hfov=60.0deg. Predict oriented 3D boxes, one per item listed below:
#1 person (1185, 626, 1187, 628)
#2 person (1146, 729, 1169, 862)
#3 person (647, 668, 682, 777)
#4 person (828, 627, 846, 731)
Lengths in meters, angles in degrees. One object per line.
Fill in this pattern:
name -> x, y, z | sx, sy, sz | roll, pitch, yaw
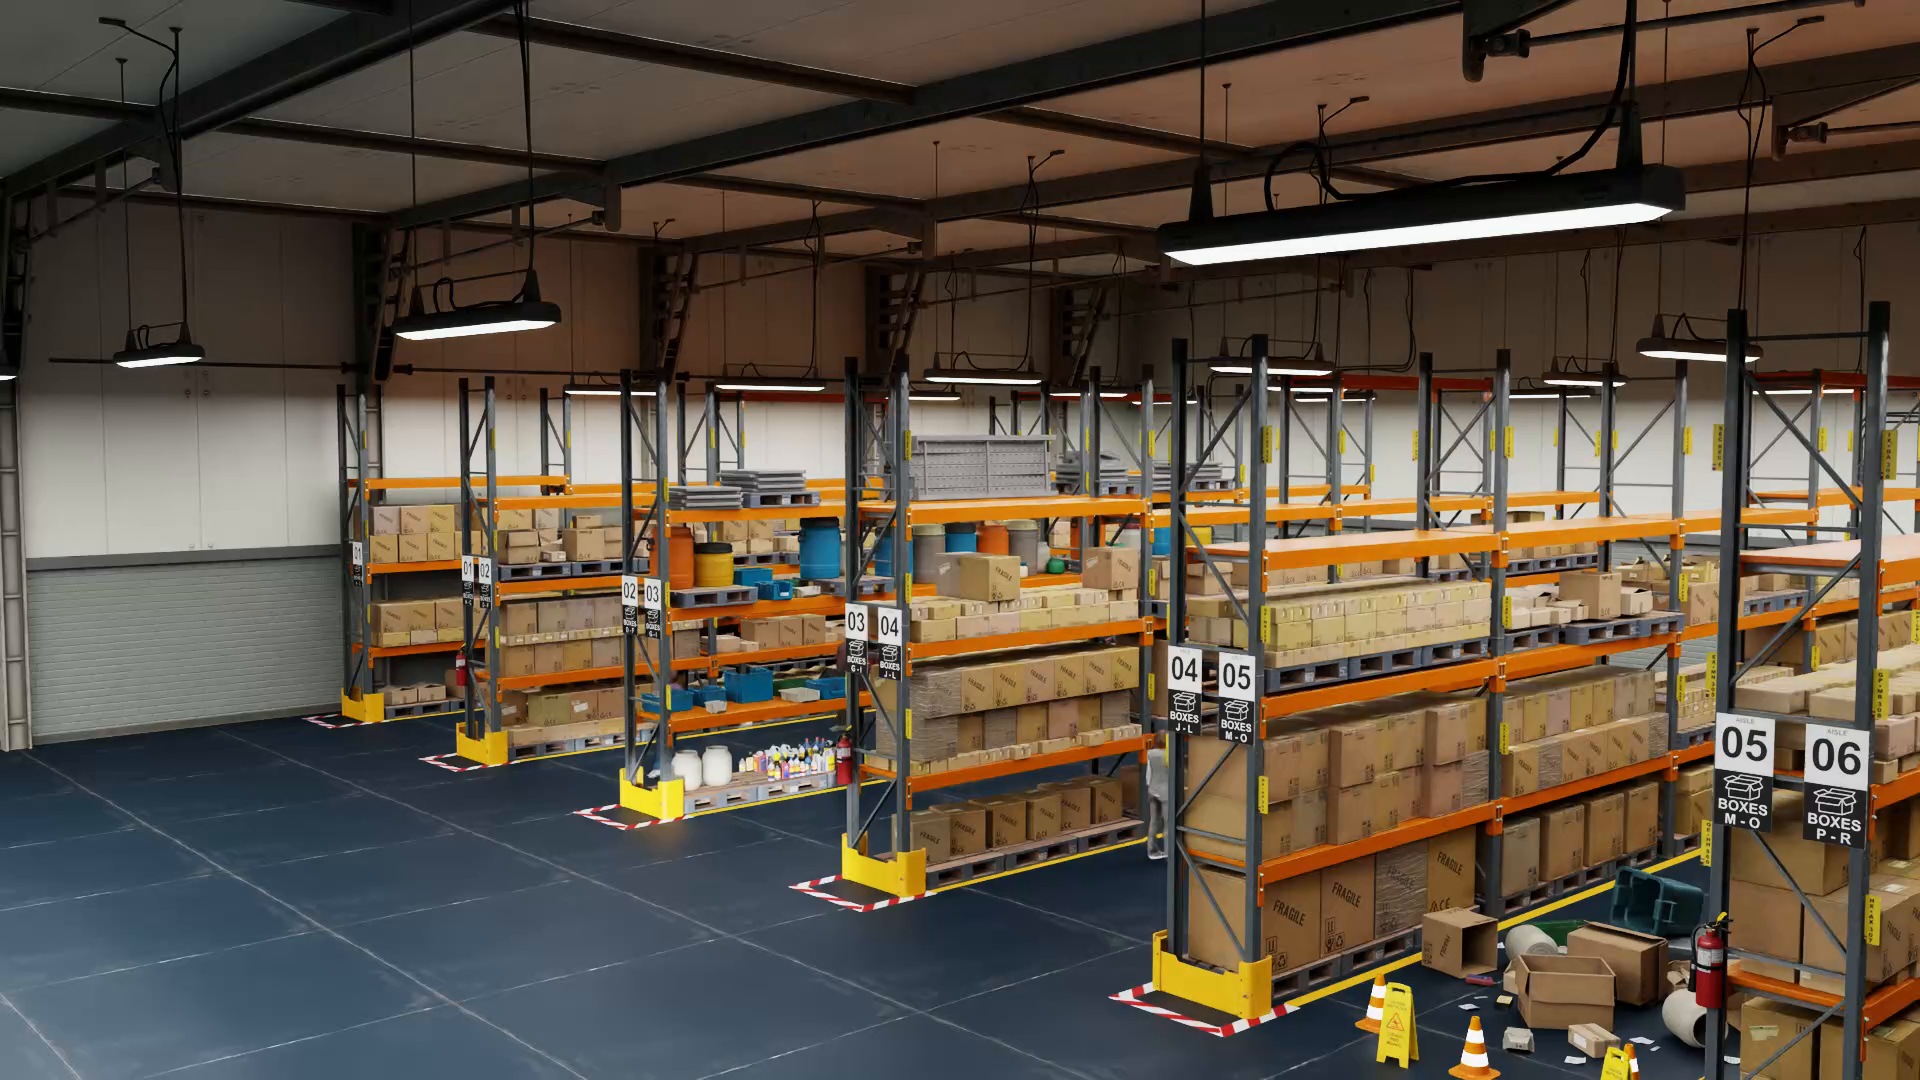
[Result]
person -> 4.515, 2.210, 32.607 | 0.741, 1.725, 0.516 | -3, 5, -37
person -> 2.447, 3.111, 19.945 | 0.363, 1.503, 0.405 | -3, 5, -36
person -> -4.403, 2.737, 24.910 | 0.346, 1.628, 0.520 | 3, 5, 41
person -> -1.989, 2.390, 28.797 | 0.389, 1.808, 0.626 | 2, 4, 30
